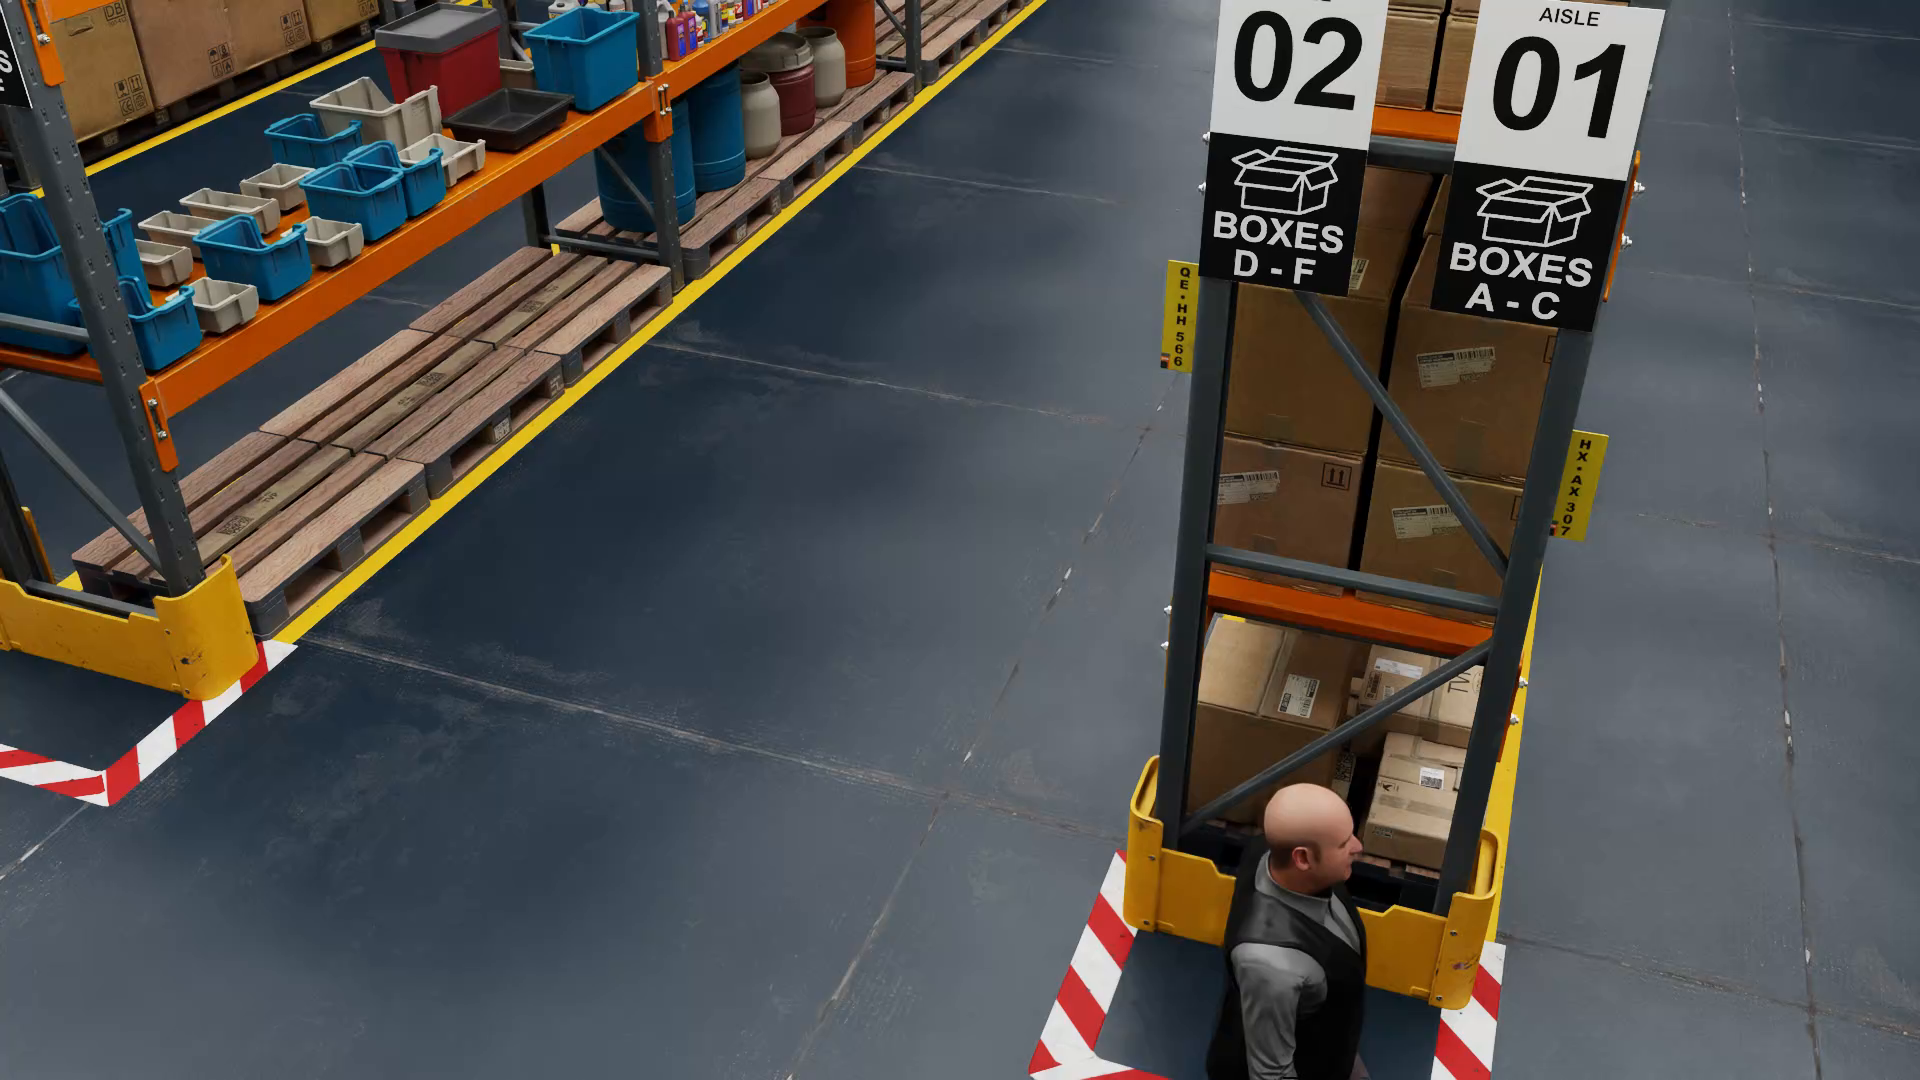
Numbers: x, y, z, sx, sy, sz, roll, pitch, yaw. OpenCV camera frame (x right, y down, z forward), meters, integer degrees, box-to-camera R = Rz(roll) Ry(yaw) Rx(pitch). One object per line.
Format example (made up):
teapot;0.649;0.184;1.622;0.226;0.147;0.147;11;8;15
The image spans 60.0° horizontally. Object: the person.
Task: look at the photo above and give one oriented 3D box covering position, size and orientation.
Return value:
person;0.830;1.319;4.117;0.524;1.731;0.585;10;34;15
